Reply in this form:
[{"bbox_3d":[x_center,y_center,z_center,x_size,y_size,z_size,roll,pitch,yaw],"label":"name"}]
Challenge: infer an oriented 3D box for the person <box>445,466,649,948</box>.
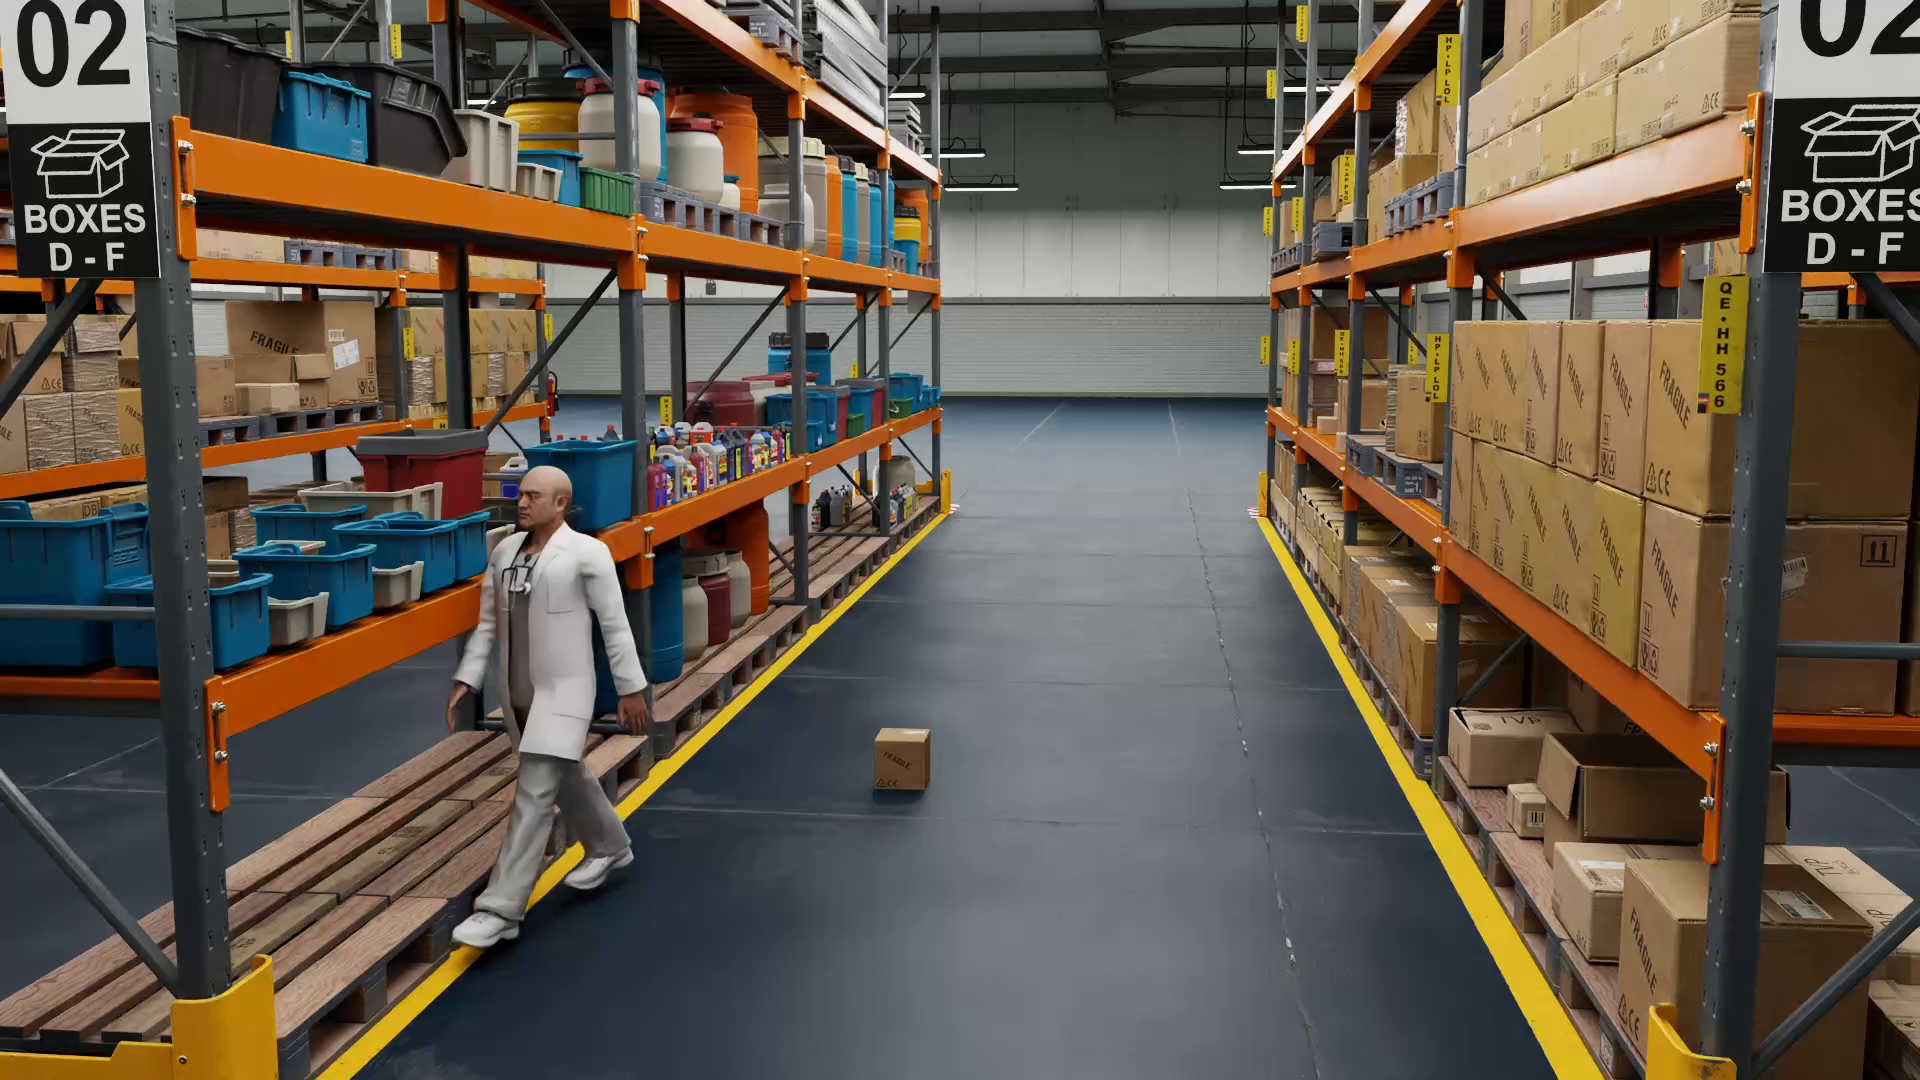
[{"bbox_3d":[-1.600,0.583,6.302,0.647,1.723,1.118,4,9,30],"label":"person"}]
